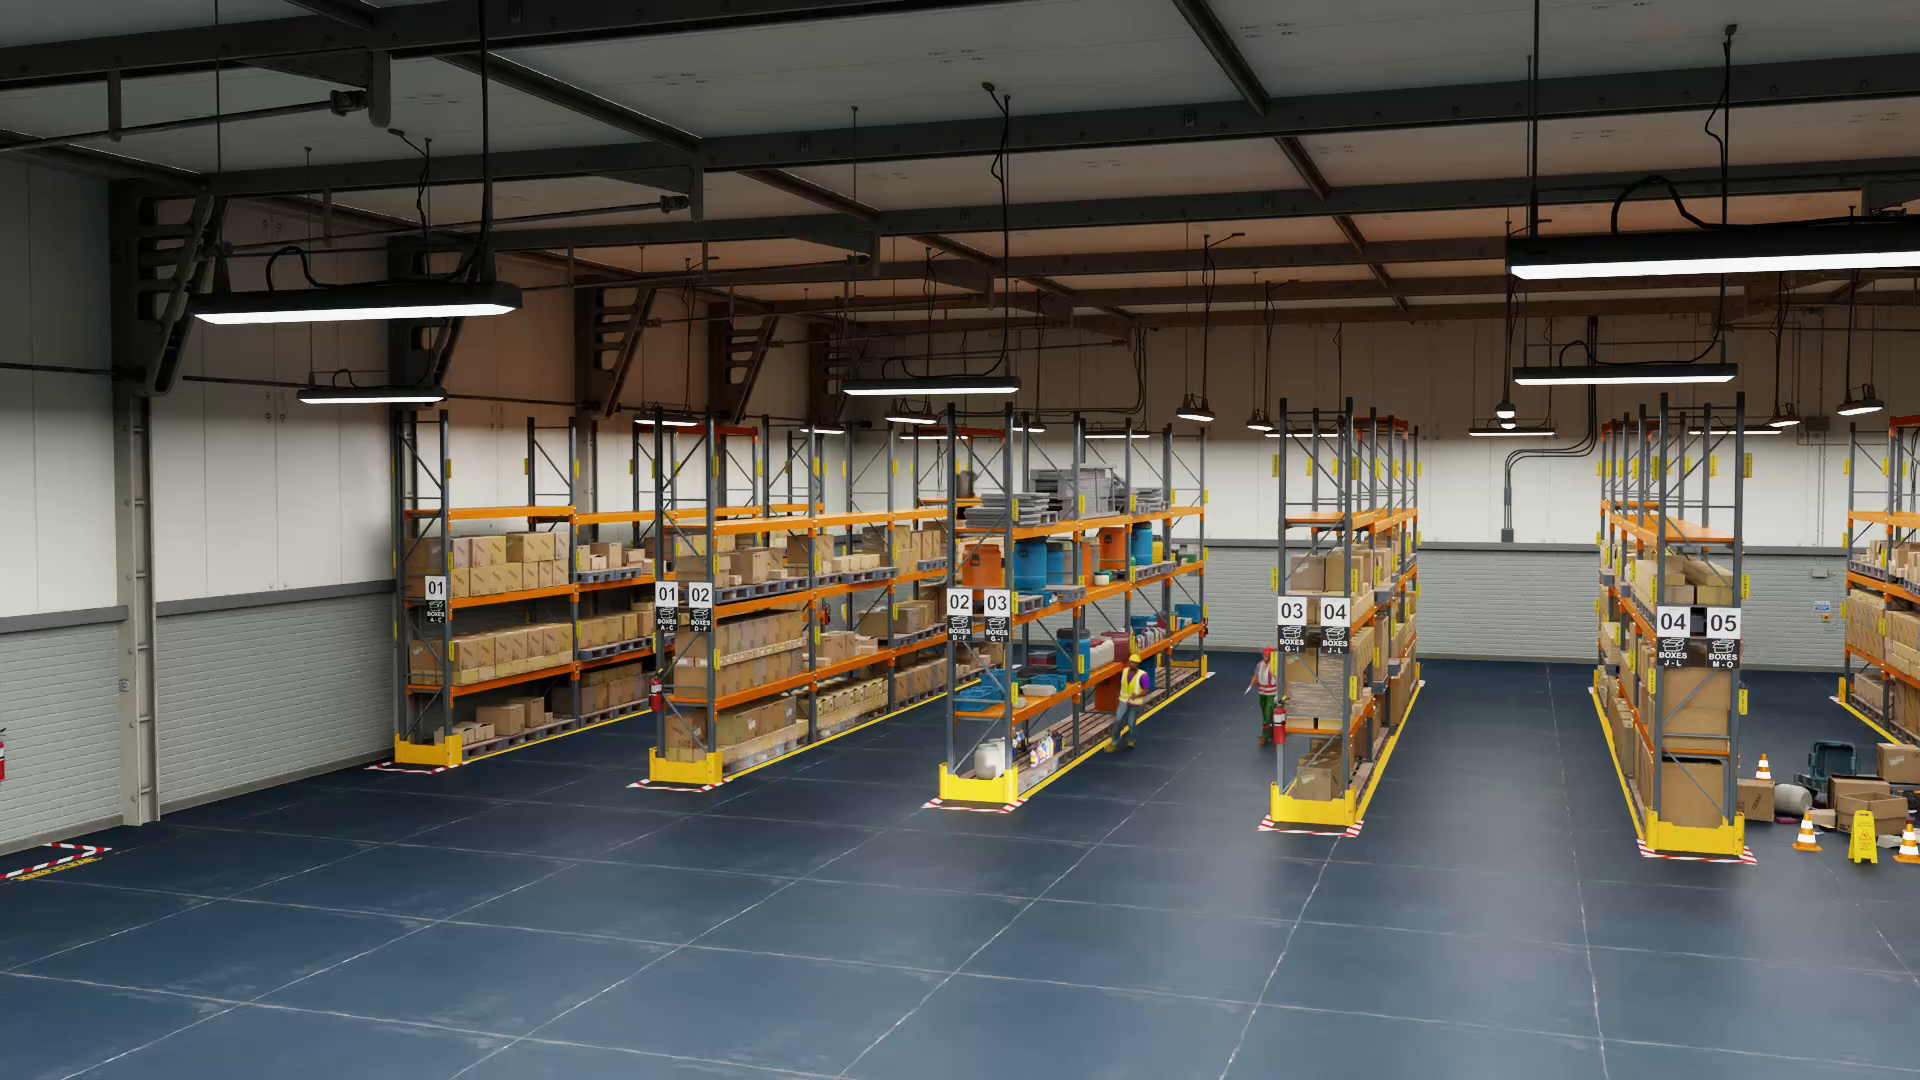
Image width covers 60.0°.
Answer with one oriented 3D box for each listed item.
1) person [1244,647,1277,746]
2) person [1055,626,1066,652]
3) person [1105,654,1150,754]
[{"bbox_3d":[5.567,2.825,30.335,0.766,1.781,0.738,-2,3,-36],"label":"person"},{"bbox_3d":[2.455,2.674,36.644,0.662,1.591,0.937,2,3,39],"label":"person"},{"bbox_3d":[2.995,2.860,29.236,0.742,1.735,0.833,1,3,21],"label":"person"}]
